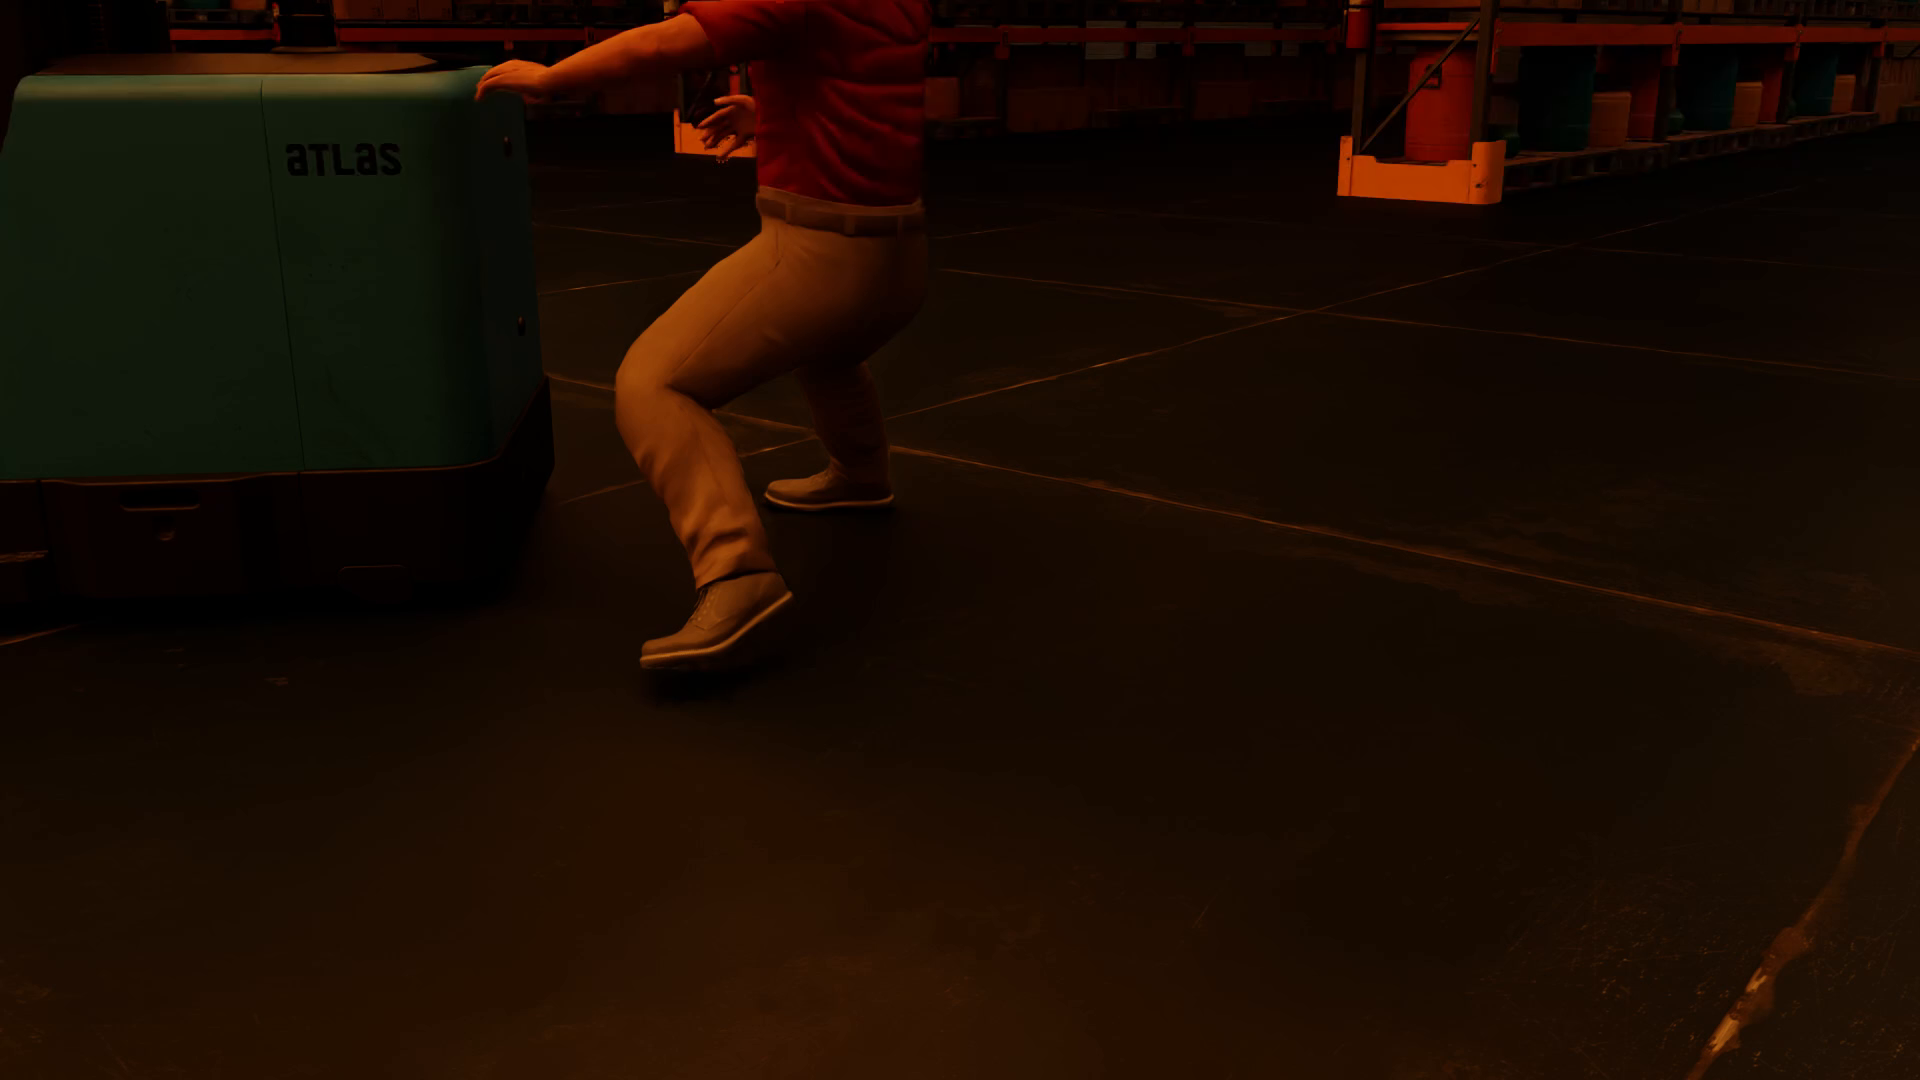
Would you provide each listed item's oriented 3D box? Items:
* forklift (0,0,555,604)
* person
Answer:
[{"bbox_3d":[-2.507,-1.350,3.343,3.031,2.935,1.130,-2,17,-7],"label":"forklift"},{"bbox_3d":[-0.429,-0.638,3.438,0.706,1.512,1.310,9,19,28],"label":"person"}]
